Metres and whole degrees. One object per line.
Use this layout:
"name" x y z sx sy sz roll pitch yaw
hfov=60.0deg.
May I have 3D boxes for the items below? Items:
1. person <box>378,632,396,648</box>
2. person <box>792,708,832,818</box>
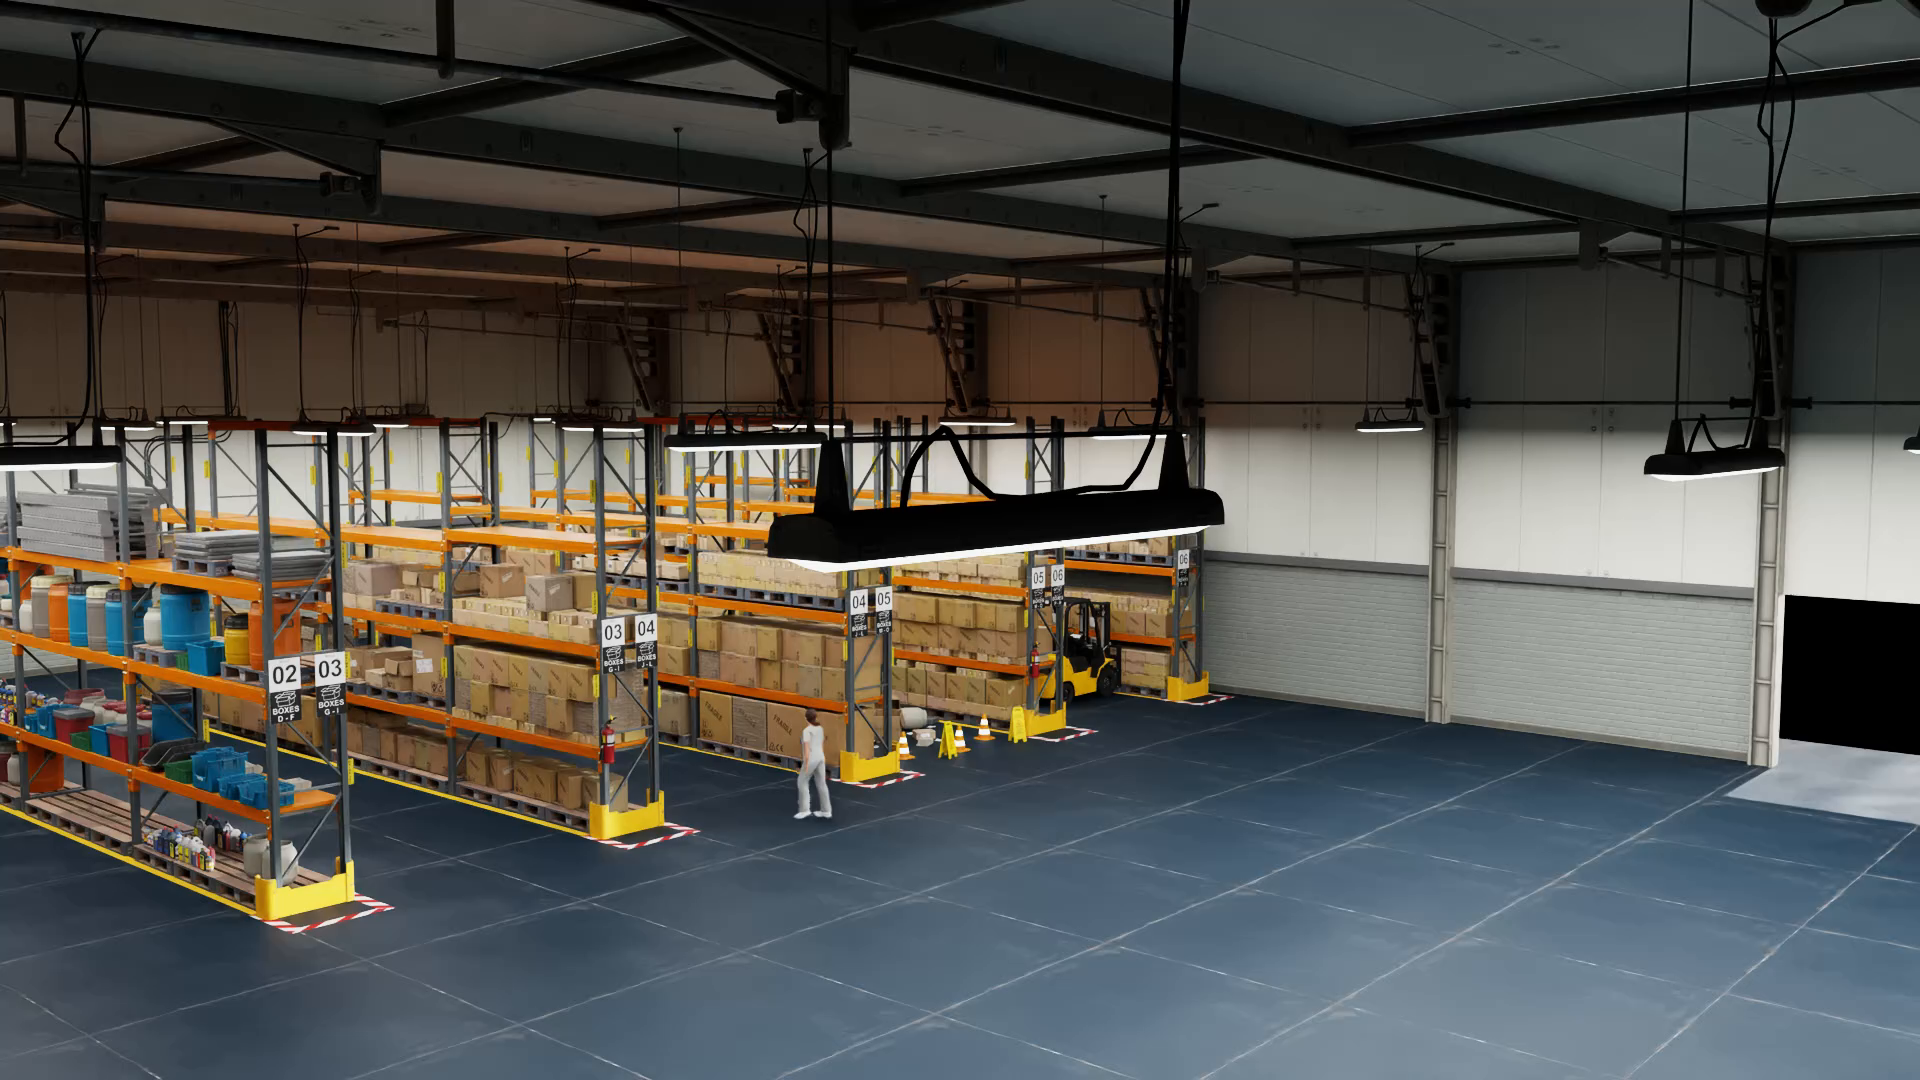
"person" -14.404 2.059 41.410 0.567 1.690 1.013 2 5 20
"person" -2.220 3.421 25.314 0.606 1.707 0.497 3 5 30
